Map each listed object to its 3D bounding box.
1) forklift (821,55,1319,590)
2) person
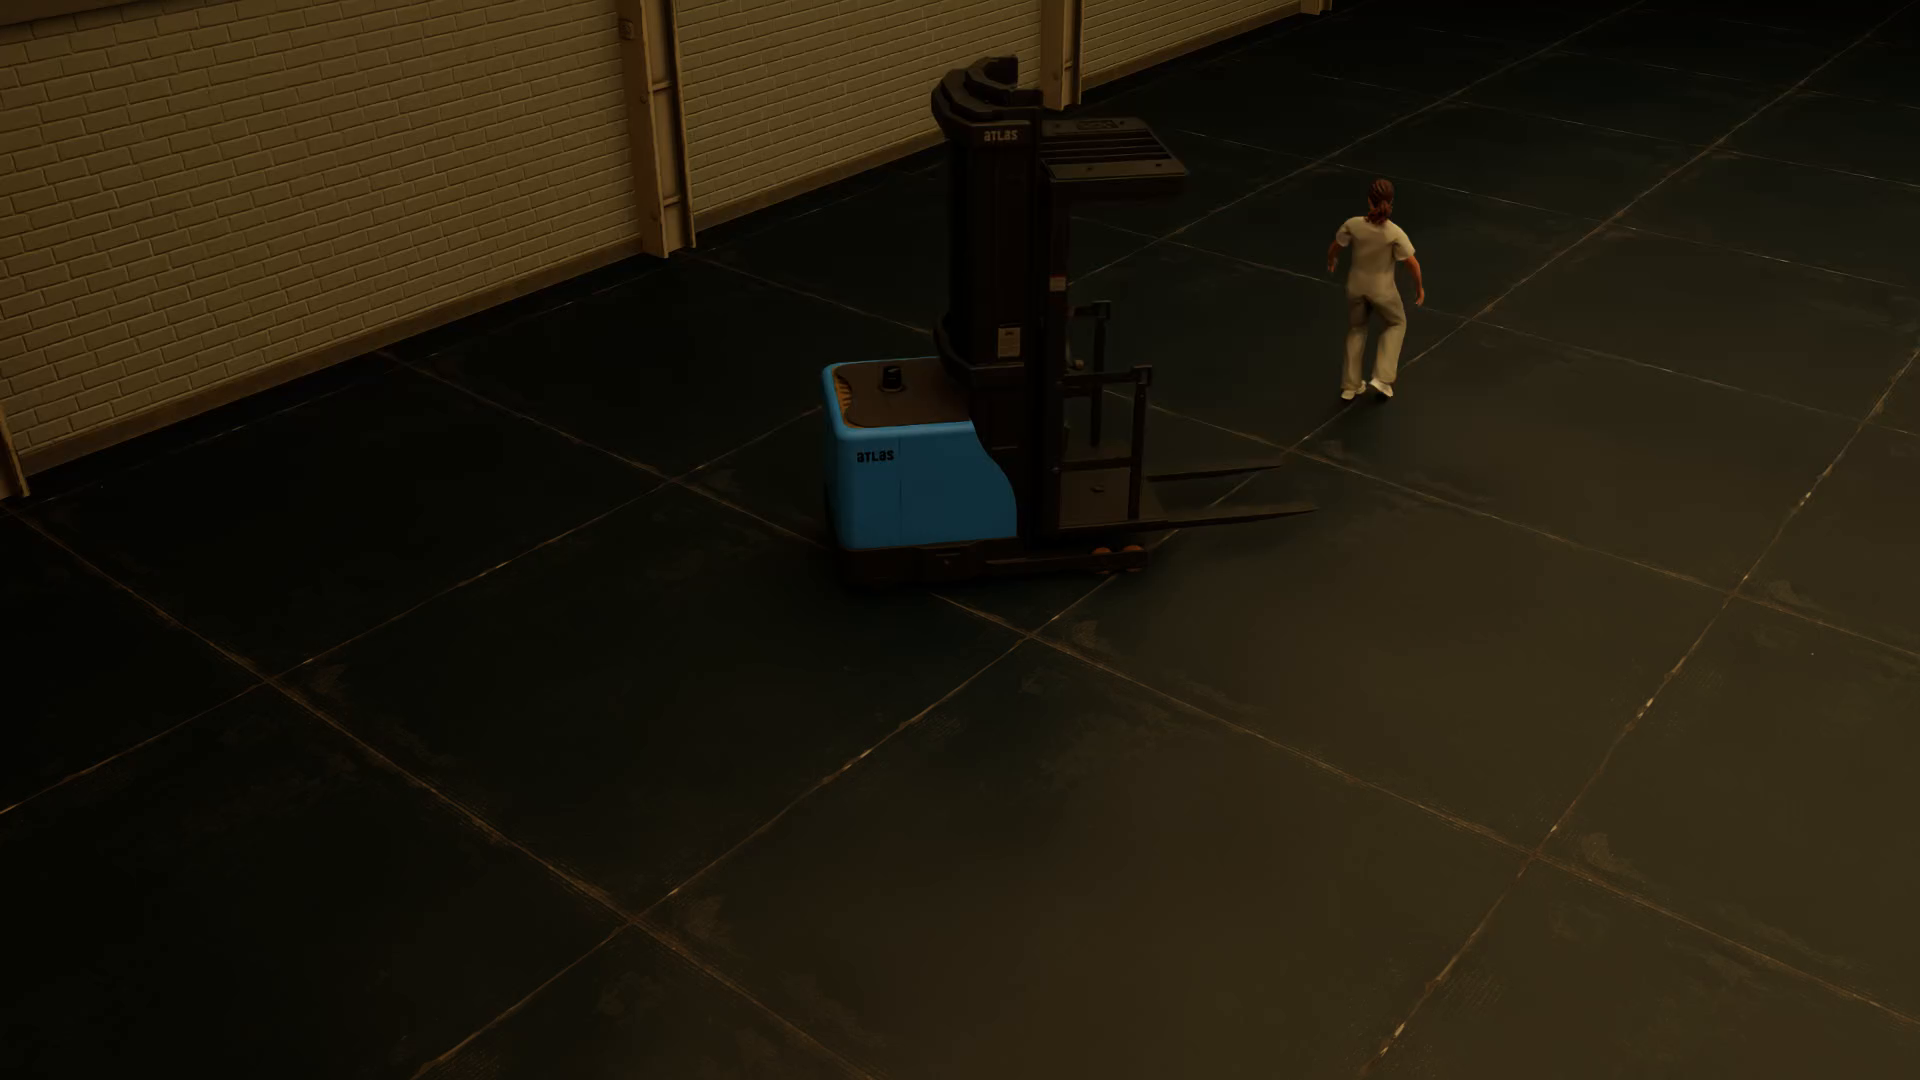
[{"bbox_3d":[0.701,-1.310,9.836,3.031,2.935,1.130,-5,31,-8],"label":"forklift"},{"bbox_3d":[2.938,-1.795,11.962,0.760,1.678,0.481,20,36,30],"label":"person"}]
